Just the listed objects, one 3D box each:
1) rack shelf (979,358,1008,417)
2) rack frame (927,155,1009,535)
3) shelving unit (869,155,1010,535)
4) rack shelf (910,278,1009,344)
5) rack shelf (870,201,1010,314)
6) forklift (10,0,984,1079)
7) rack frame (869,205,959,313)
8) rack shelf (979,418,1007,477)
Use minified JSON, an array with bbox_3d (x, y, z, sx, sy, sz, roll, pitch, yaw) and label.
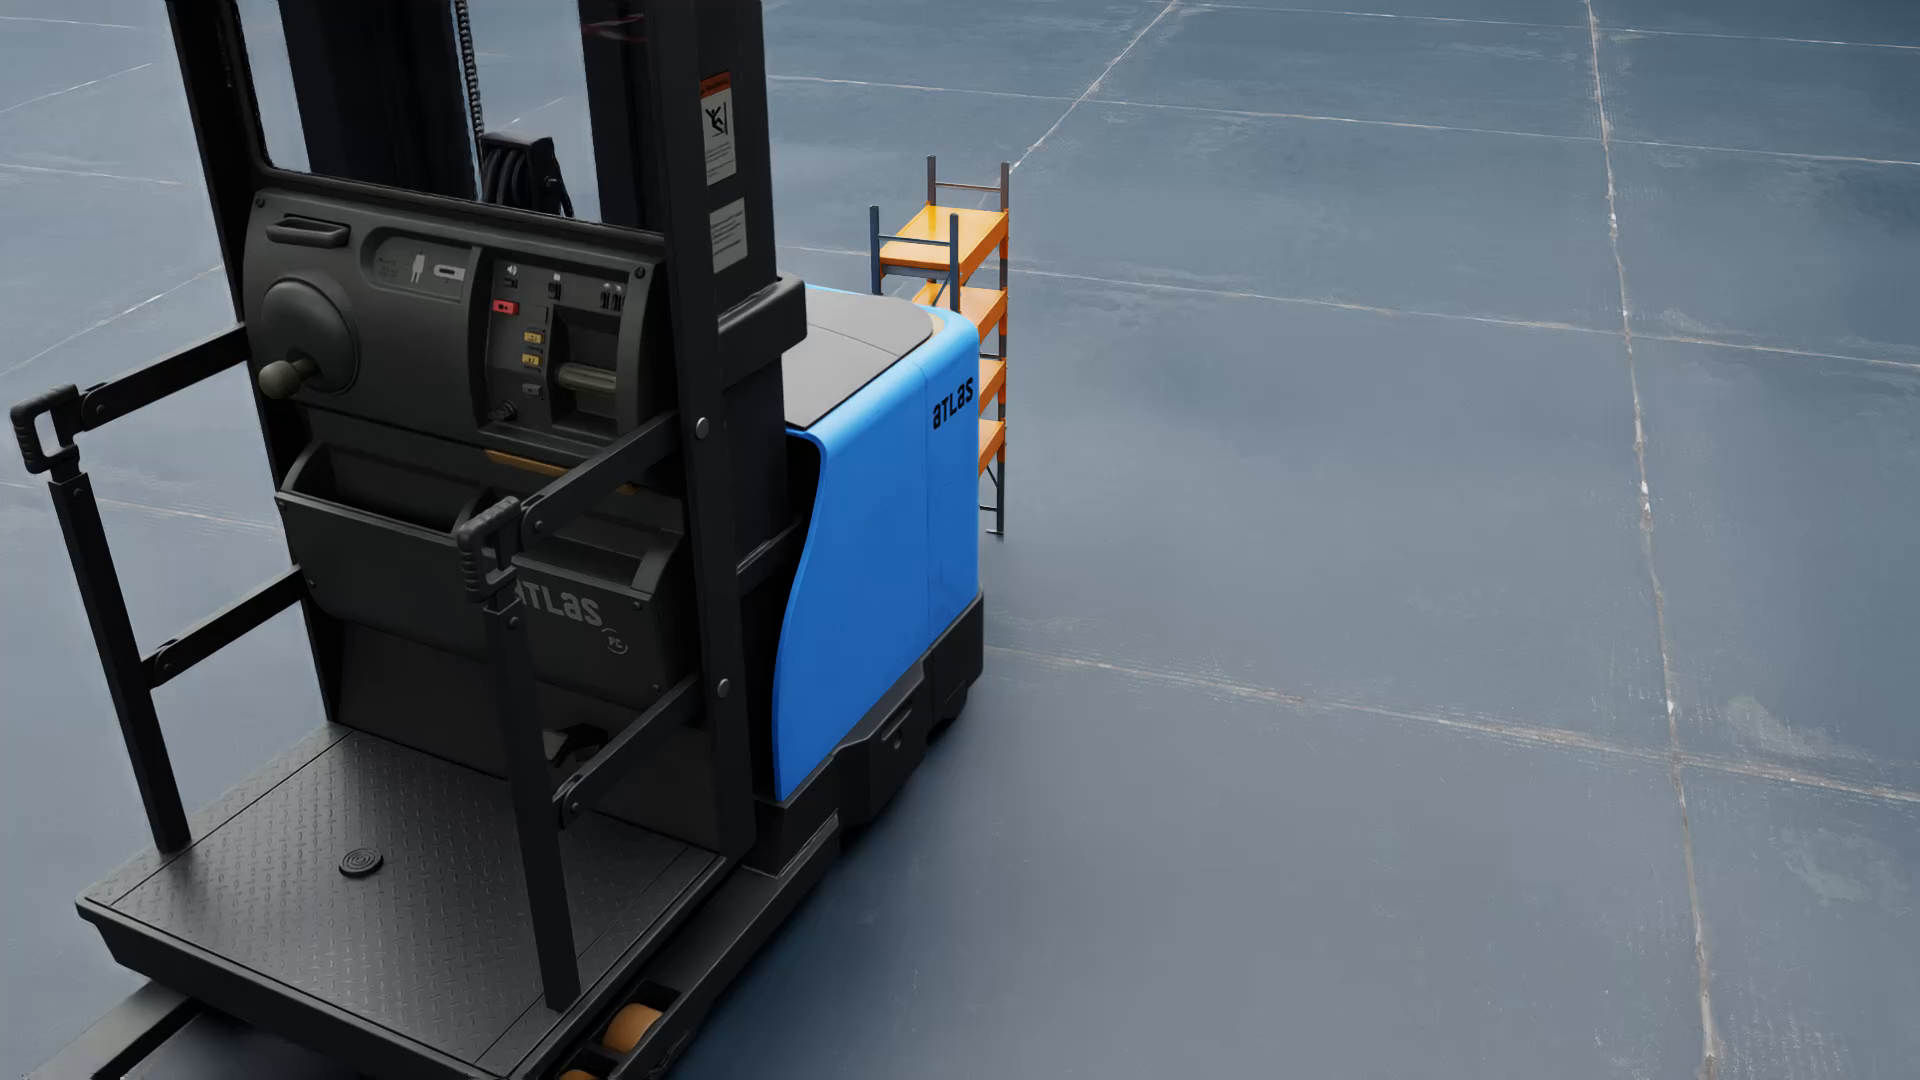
[{"bbox_3d":[-0.049,-0.389,4.853,0.258,0.148,0.480,8,30,15],"label":"rack shelf"},{"bbox_3d":[0.023,-0.561,5.024,0.240,1.200,0.015,8,30,15],"label":"rack frame"},{"bbox_3d":[-0.049,-0.447,4.820,0.258,1.200,0.503,8,30,15],"label":"shelving unit"},{"bbox_3d":[-0.049,-0.584,4.744,0.258,0.148,0.480,8,30,15],"label":"rack shelf"},{"bbox_3d":[-0.049,-0.791,4.629,0.258,0.148,0.480,8,30,15],"label":"rack shelf"},{"bbox_3d":[-1.043,-0.354,2.872,1.130,2.935,3.031,14,32,23],"label":"forklift"},{"bbox_3d":[-0.120,-0.334,4.616,0.240,1.200,0.015,8,30,15],"label":"rack frame"},{"bbox_3d":[-0.049,-0.215,4.949,0.258,0.148,0.480,8,30,15],"label":"rack shelf"}]
